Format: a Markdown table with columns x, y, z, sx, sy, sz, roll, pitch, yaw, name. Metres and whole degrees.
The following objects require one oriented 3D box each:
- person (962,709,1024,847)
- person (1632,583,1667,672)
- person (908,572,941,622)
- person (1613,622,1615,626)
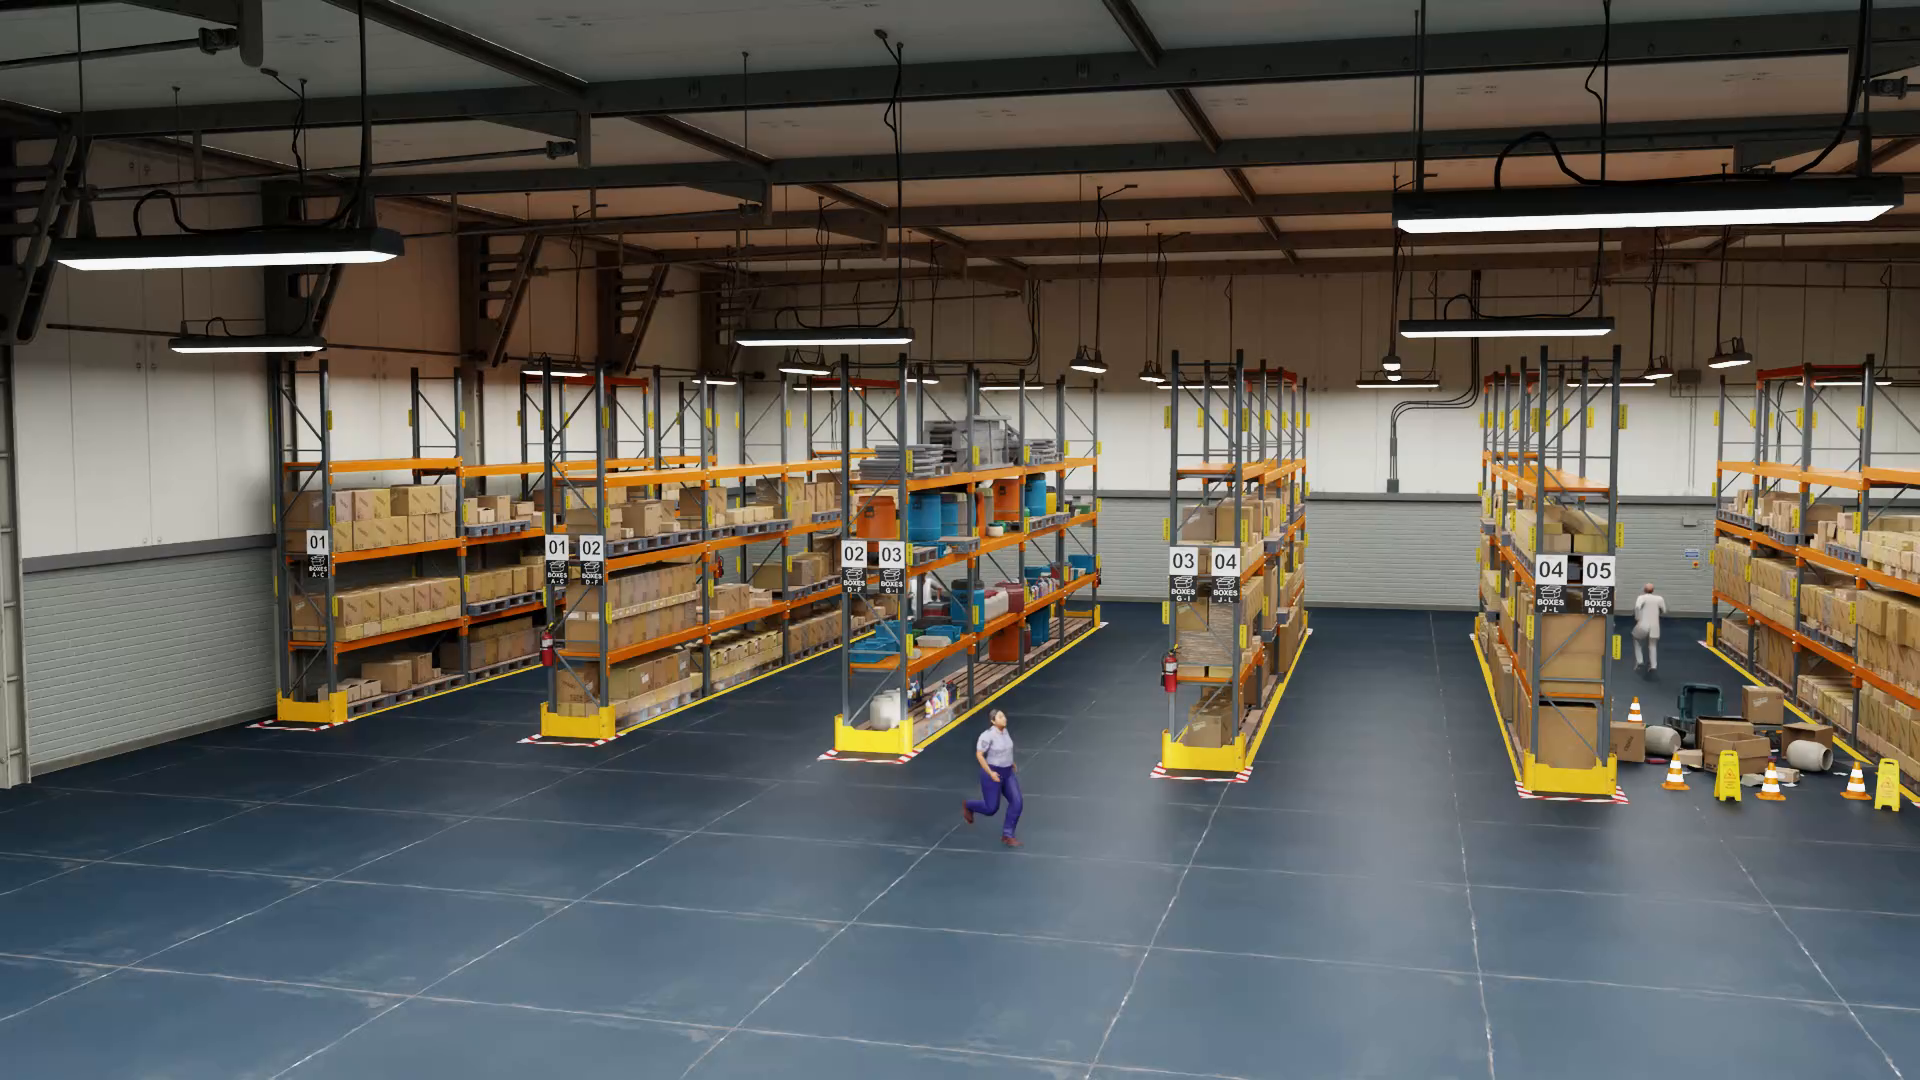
| x | y | z | sx | sy | sz | roll | pitch | yaw | name |
| --- | --- | --- | --- | --- | --- | --- | --- | --- | --- |
| 0.417 | 2.804 | 19.760 | 0.802 | 1.610 | 0.602 | 4 | 6 | 44 | person |
| 13.622 | 1.773 | 32.840 | 0.681 | 1.836 | 0.896 | 1 | 4 | 8 | person |
| -0.775 | 1.445 | 33.182 | 0.704 | 1.892 | 0.762 | 1 | 4 | 14 | person |
| 14.737 | 1.374 | 38.499 | 0.922 | 1.695 | 0.614 | 0 | 4 | 3 | person |
